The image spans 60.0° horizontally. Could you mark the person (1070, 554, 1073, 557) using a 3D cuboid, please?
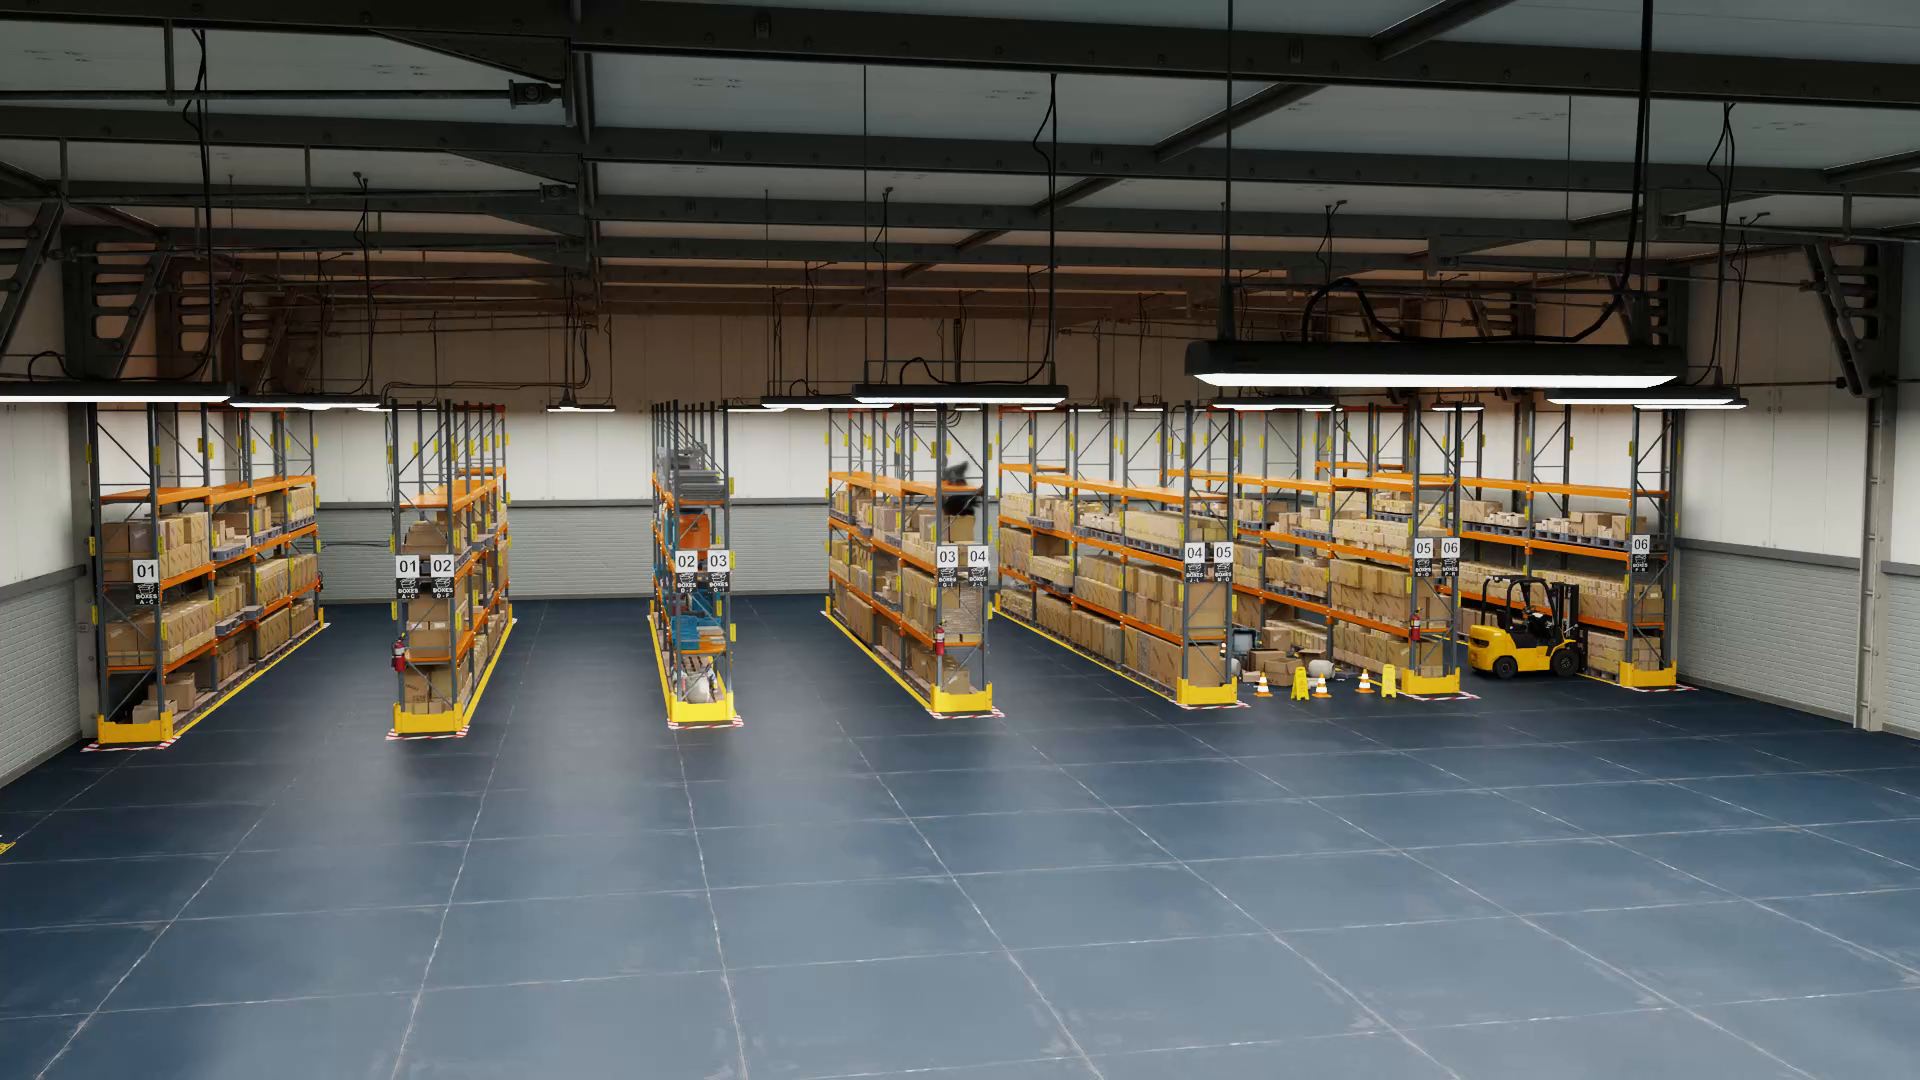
[{"bbox_3d":[3.294,1.241,48.272,0.602,1.689,0.886,-2,5,-24],"label":"person"}]

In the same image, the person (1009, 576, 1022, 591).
[{"bbox_3d":[1.783,1.163,50.068,0.661,1.574,0.767,0,4,3],"label":"person"}]

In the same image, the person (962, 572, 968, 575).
[{"bbox_3d":[0.253,1.369,46.274,0.635,1.797,0.711,0,4,-6],"label":"person"}]
